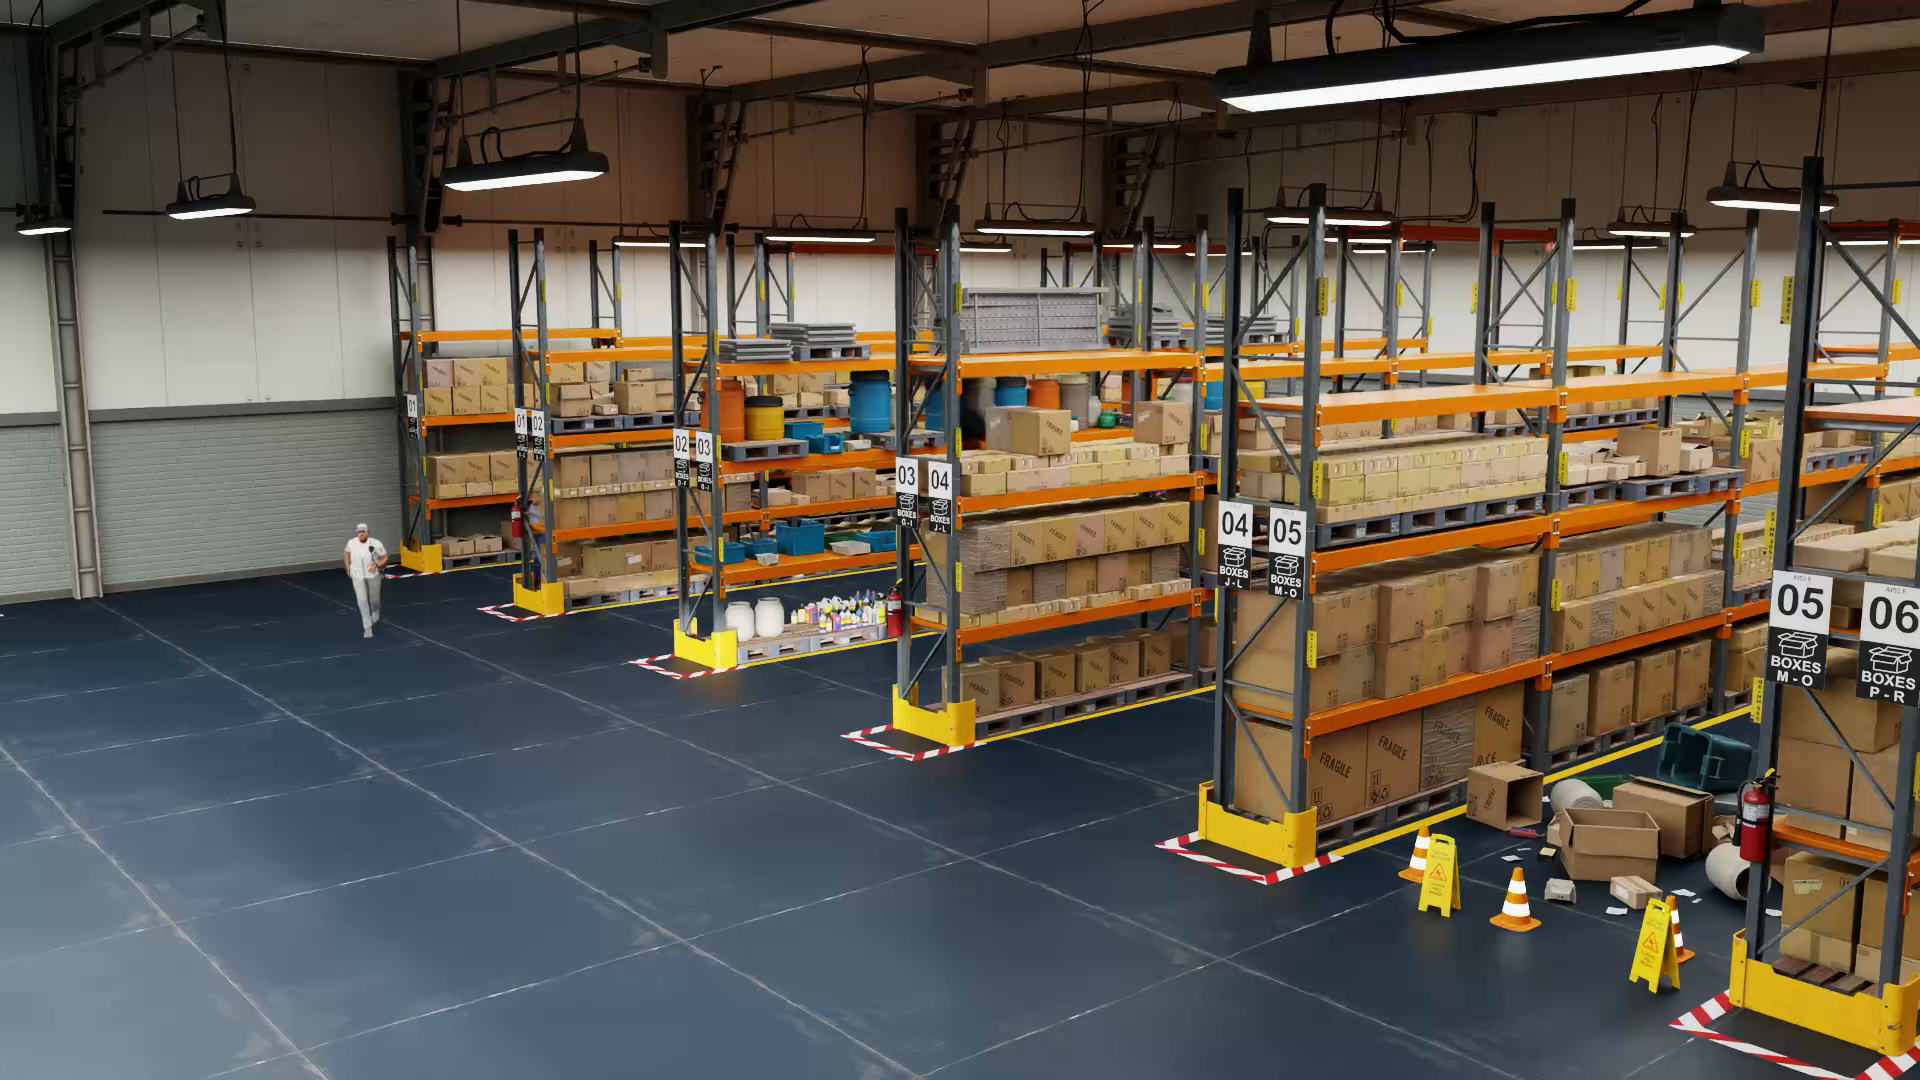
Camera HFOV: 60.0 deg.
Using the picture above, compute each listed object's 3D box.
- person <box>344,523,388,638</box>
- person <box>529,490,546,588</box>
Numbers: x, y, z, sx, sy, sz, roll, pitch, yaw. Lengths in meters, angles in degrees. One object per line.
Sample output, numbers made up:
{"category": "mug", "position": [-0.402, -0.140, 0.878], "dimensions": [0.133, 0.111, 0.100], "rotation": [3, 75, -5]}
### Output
{"category": "person", "position": [-8.834, 0.561, 24.778], "dimensions": [0.629, 1.668, 0.964], "rotation": [-2, 9, -13]}
{"category": "person", "position": [-7.170, -0.035, 28.461], "dimensions": [0.598, 1.652, 0.933], "rotation": [5, 10, 28]}
